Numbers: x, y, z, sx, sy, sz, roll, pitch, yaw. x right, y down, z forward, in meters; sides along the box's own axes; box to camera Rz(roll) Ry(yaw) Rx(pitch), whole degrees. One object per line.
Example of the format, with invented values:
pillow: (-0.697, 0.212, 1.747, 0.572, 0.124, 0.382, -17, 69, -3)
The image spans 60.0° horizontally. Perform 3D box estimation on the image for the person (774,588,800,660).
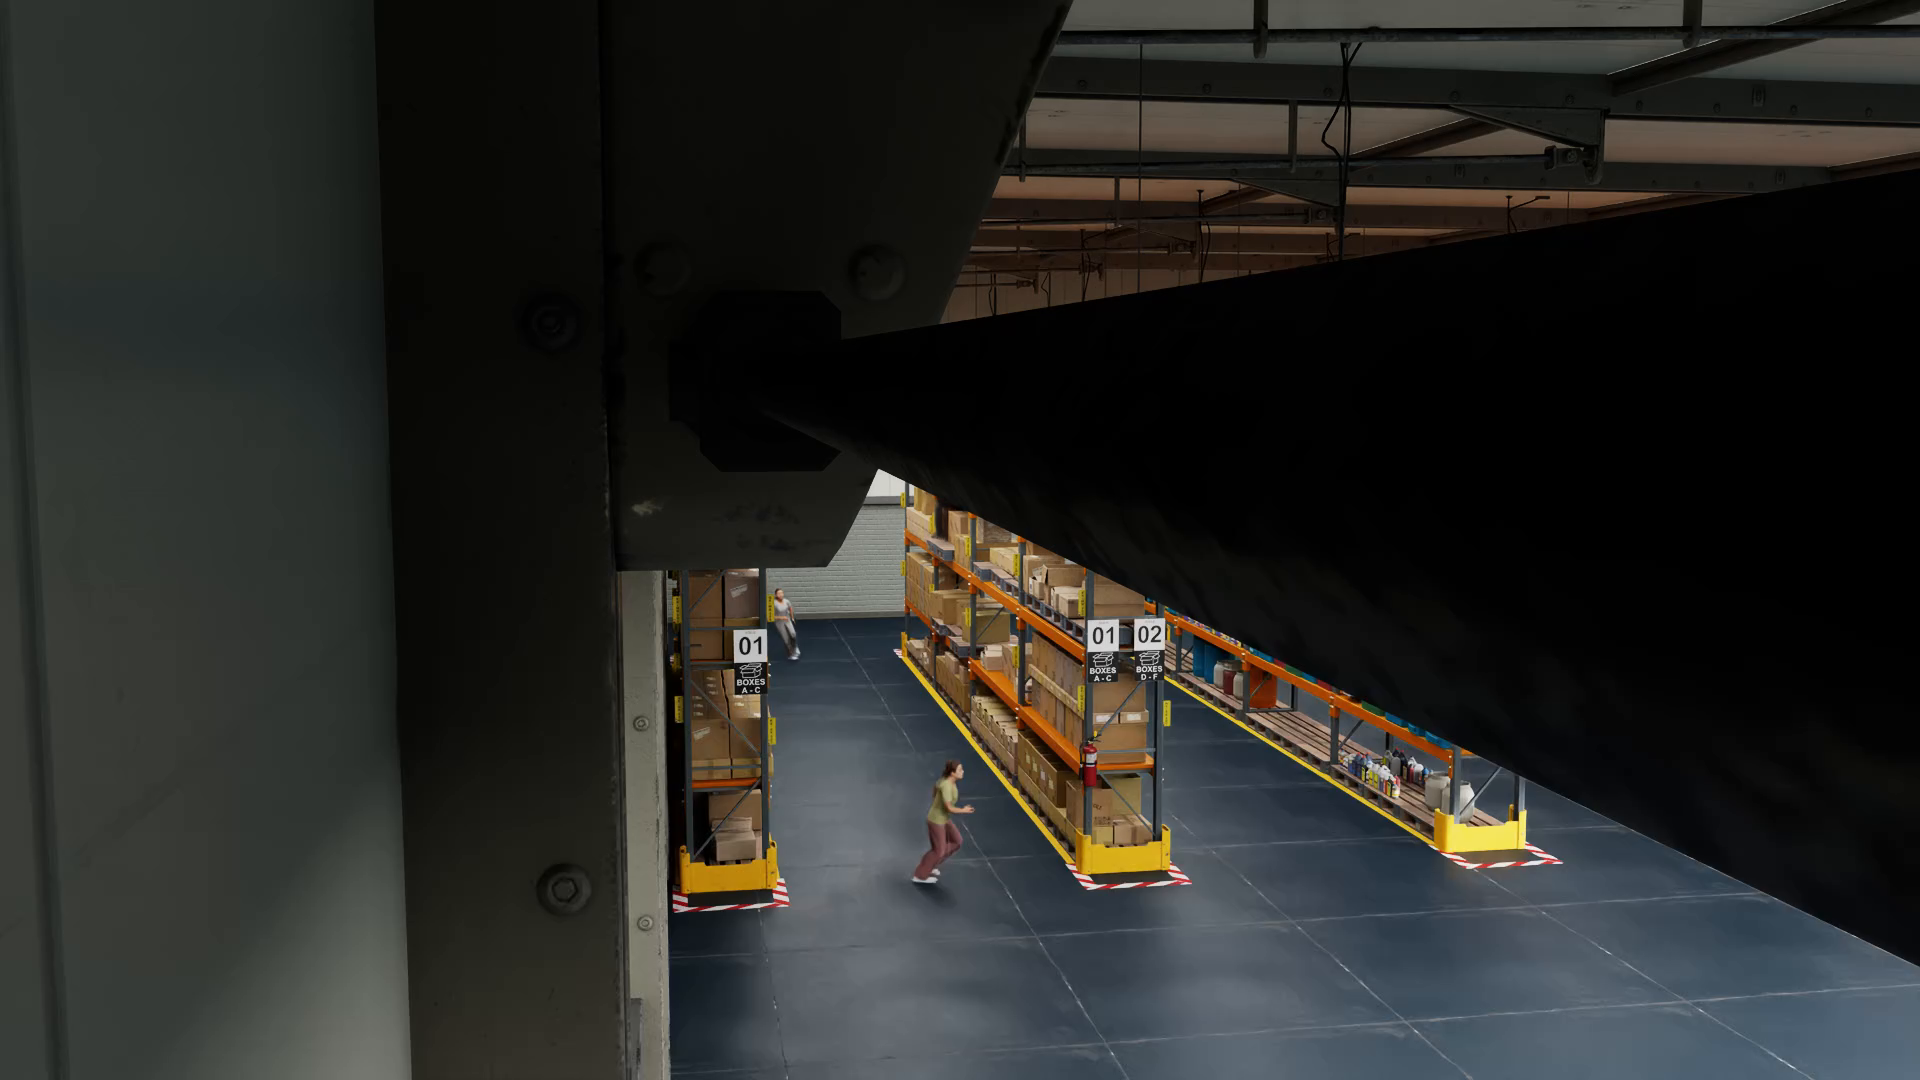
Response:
person: (-3.740, 1.822, 35.641, 0.618, 1.586, 0.640, -3, 7, -25)

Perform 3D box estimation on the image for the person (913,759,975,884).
person: (-0.199, 3.448, 20.383, 0.778, 1.567, 0.575, 1, 6, 8)
